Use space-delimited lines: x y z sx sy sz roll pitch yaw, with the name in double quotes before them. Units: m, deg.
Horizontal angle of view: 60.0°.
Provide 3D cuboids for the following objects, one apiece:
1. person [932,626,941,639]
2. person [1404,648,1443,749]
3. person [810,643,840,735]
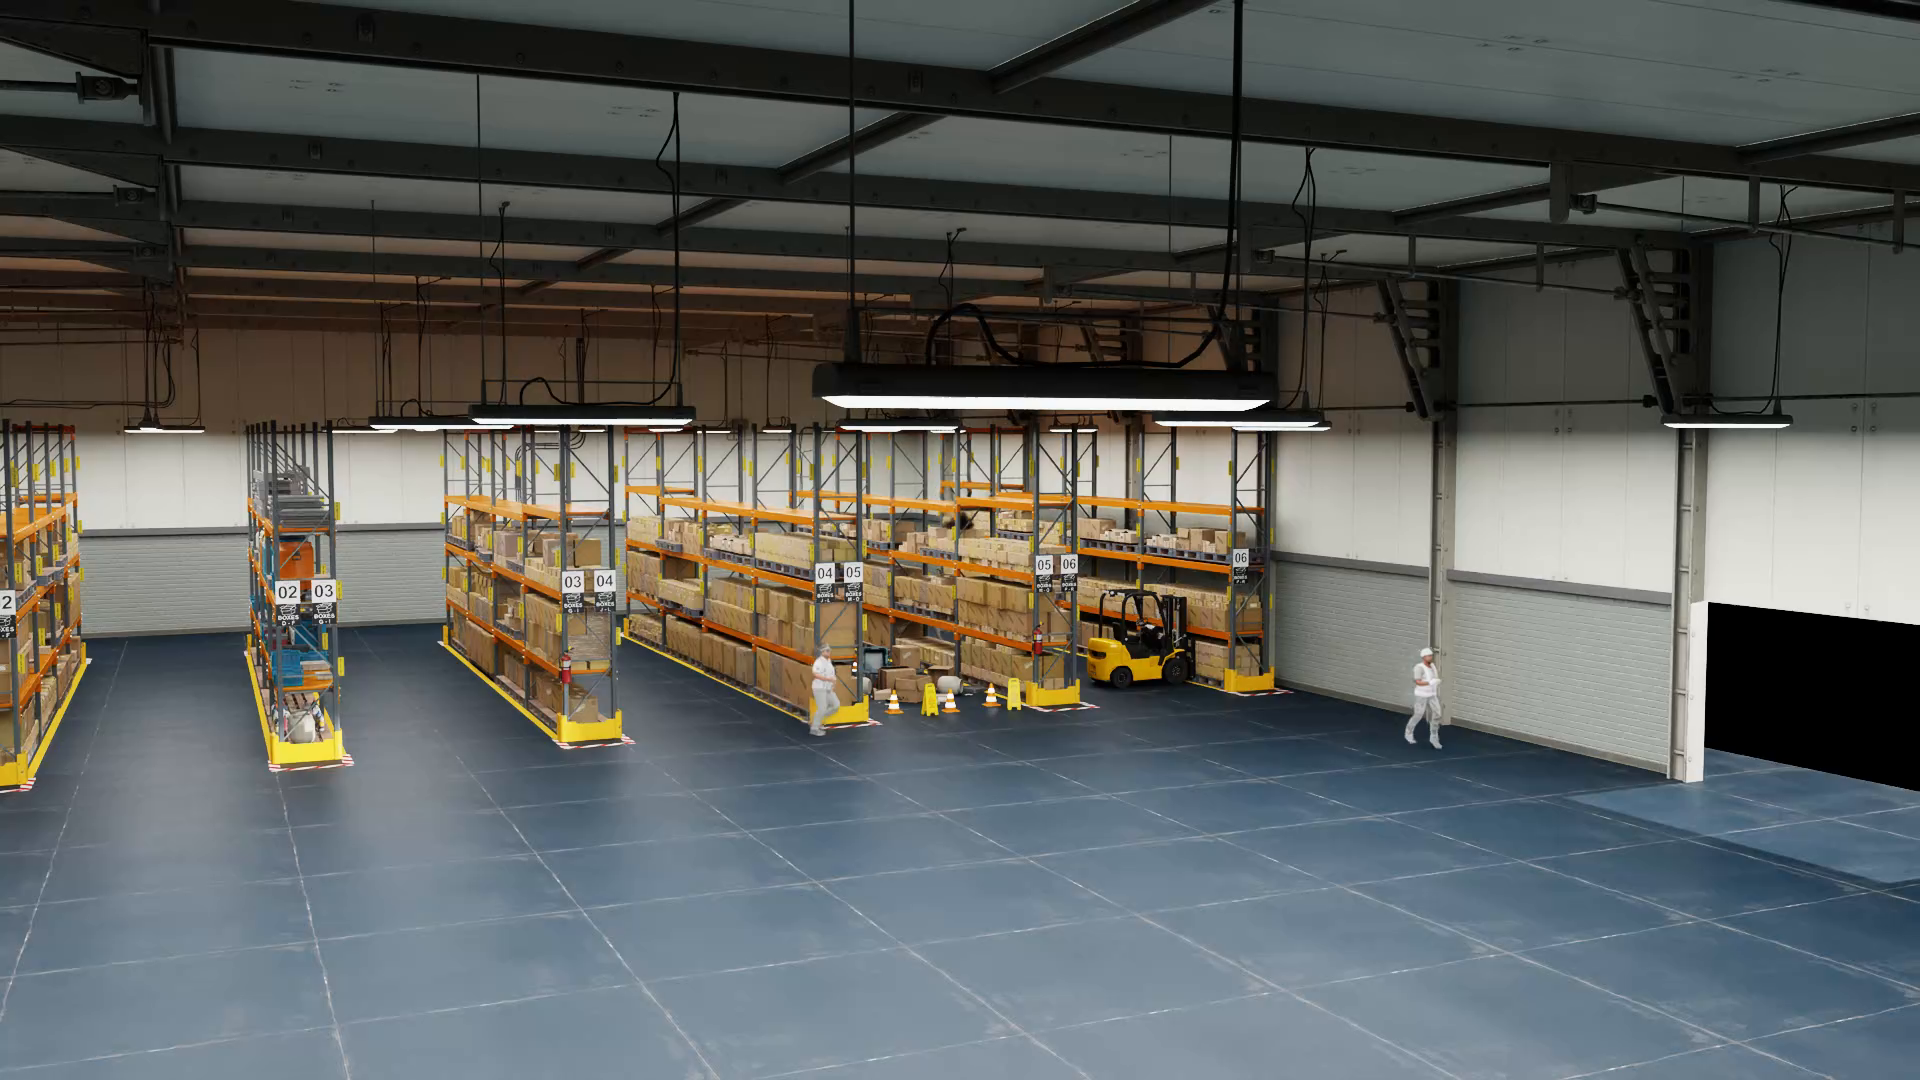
"person" -0.708 1.943 46.480 0.675 1.830 0.722 -2 4 -33
"person" 8.563 2.914 30.622 0.665 1.857 0.821 -2 4 -34
"person" -2.540 2.853 31.975 0.590 1.740 0.703 1 4 21
